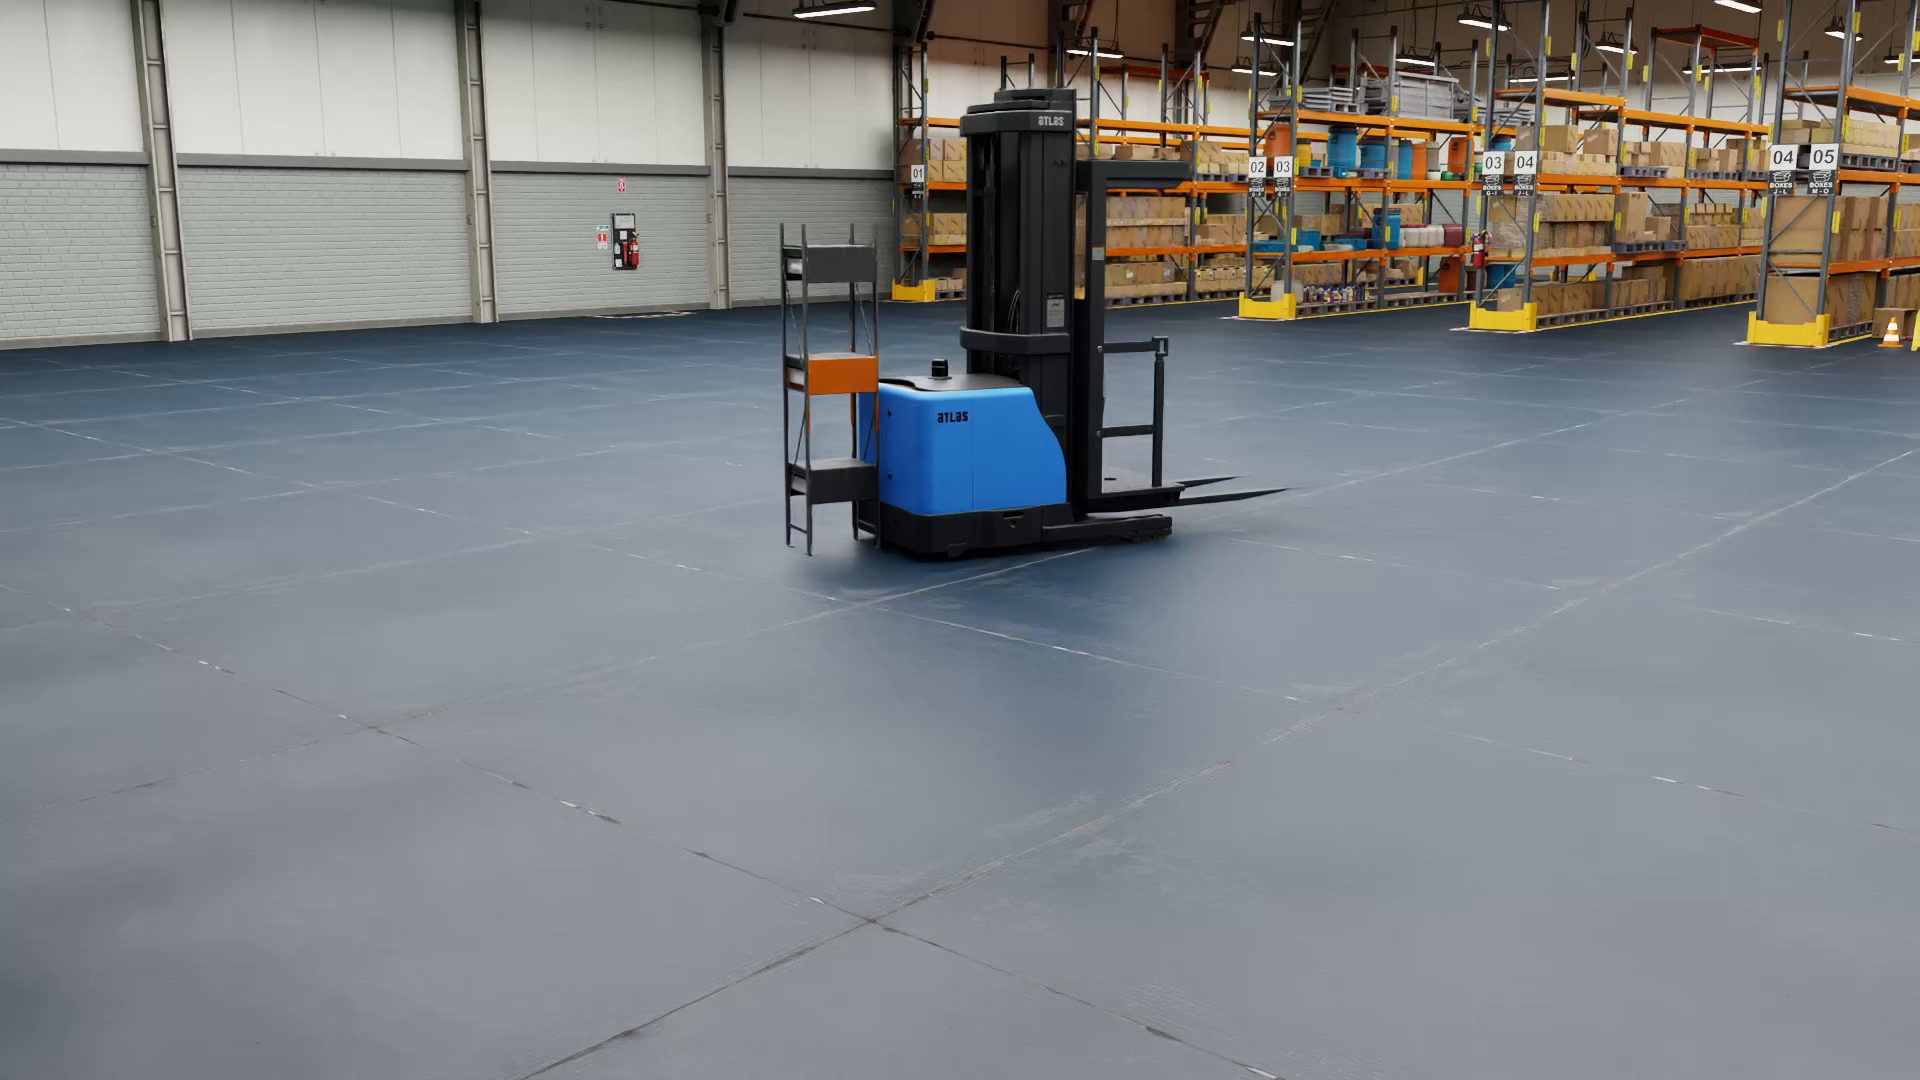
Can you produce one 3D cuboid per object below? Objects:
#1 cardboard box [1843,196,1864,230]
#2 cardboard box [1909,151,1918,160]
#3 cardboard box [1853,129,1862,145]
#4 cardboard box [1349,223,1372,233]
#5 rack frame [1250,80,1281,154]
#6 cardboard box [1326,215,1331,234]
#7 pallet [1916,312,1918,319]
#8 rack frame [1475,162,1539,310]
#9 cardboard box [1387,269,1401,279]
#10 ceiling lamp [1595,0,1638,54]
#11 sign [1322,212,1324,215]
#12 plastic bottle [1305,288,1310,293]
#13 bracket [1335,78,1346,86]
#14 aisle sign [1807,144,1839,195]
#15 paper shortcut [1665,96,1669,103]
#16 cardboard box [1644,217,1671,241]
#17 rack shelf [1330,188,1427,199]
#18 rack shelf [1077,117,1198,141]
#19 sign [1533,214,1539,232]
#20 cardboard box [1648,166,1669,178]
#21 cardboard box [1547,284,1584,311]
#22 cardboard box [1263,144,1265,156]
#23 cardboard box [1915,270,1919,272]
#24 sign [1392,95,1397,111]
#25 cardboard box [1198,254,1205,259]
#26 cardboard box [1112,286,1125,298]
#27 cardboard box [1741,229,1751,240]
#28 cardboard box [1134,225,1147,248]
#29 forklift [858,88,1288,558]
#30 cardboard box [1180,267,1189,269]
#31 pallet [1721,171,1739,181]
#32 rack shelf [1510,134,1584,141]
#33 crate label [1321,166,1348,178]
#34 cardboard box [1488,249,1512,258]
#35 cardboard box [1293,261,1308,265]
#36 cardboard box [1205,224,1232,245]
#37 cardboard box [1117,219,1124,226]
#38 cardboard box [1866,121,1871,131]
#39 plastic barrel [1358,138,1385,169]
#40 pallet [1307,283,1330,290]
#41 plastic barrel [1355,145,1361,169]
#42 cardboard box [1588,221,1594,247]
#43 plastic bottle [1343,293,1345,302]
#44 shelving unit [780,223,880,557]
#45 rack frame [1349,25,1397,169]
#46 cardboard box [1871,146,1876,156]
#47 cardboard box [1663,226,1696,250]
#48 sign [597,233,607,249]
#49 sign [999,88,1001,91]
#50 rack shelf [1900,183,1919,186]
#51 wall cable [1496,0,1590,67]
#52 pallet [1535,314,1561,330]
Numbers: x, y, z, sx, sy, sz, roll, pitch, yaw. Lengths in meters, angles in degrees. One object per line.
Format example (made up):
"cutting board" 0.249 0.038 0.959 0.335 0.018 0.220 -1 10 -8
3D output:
"cardboard box" 14.678 -5.521 28.054 0.875 0.550 0.550 10 15 40
"cardboard box" 17.400 -7.074 30.627 0.380 0.149 0.250 10 15 40
"cardboard box" 14.484 -6.621 27.342 0.500 0.250 0.500 10 15 40
"cardboard box" 11.003 -8.502 45.866 0.500 0.500 0.500 10 15 42
"rack frame" 9.379 -12.584 51.239 1.000 3.000 0.127 10 15 40
"cardboard box" 9.575 -8.518 44.874 0.500 0.500 0.700 -9 15 -39
"pallet" 18.343 -4.414 32.771 1.003 0.211 1.213 10 15 40
"rack frame" 9.980 -5.367 30.422 1.000 3.000 0.127 10 15 40
"cardboard box" 12.279 -7.622 47.609 0.500 0.250 0.500 10 15 40
"ceiling lamp" 15.732 -13.092 38.882 0.800 3.185 2.000 10 15 40
"sign" 10.050 -8.907 45.937 0.100 0.325 0.005 10 15 40
"plastic bottle" 7.421 -5.268 35.758 0.152 0.276 0.135 9 15 39
"bracket" 12.617 -15.222 55.257 0.235 0.232 0.430 10 15 40
"aisle sign" 13.818 -5.936 26.636 0.394 0.787 0.004 10 15 40
"paper shortcut" 15.738 -9.816 37.026 0.009 0.170 0.078 23 -8 37
"cardboard box" 14.641 -6.619 35.364 0.500 0.500 0.700 -9 15 -39
"rack shelf" 11.783 -9.826 46.927 1.077 0.370 4.000 10 15 40
"rack shelf" 3.861 -9.335 37.832 1.077 0.370 4.000 10 15 40
"sign" 10.388 -5.721 29.986 0.100 0.325 0.005 10 15 40
"cardboard box" 14.480 -7.691 34.784 0.500 0.250 0.500 10 15 42
"cardboard box" 11.954 -4.796 32.876 0.500 0.500 0.500 -7 13 -30
"cardboard box" 8.115 -9.899 42.646 0.500 0.500 0.500 10 15 40
"cardboard box" 19.557 -5.305 33.511 0.500 0.250 0.500 9 14 38
"sign" 9.306 -9.362 35.643 0.100 0.325 0.005 10 15 40
"cardboard box" 7.065 -8.453 49.527 0.380 0.149 0.250 10 15 40
"cardboard box" 3.389 -5.630 37.687 0.500 0.250 0.500 10 15 40
"cardboard box" 18.408 -7.240 39.423 0.500 0.250 0.500 9 15 39
"cardboard box" 3.879 -6.992 38.305 0.700 0.500 0.500 10 15 42
"forklift" 0.857 -1.505 11.265 3.031 2.935 1.130 -6 13 -27
"cardboard box" 5.572 -6.543 40.828 0.500 0.311 0.500 10 15 42
"pallet" 17.333 -8.368 38.279 0.805 0.209 1.217 9 14 38
"rack shelf" 15.501 -10.460 43.463 1.077 0.370 4.000 10 15 40
"crate label" 7.743 -7.638 34.514 0.502 0.251 0.408 10 15 40
"cardboard box" 10.013 -5.312 30.790 0.380 0.149 0.250 10 15 40
"cardboard box" 8.969 -7.510 44.500 0.500 0.250 0.500 9 15 39
"cardboard box" 6.379 -7.548 41.086 0.500 0.500 0.500 10 15 40
"cardboard box" 3.468 -7.158 37.477 0.380 0.149 0.250 9 15 39
"cardboard box" 14.938 -6.899 27.714 0.380 0.149 0.250 10 15 40
"plastic barrel" 9.072 -8.415 36.747 0.600 0.901 0.708 10 15 40
"pallet" 9.149 -6.741 44.423 1.003 0.211 1.213 10 15 40
"plastic barrel" 8.468 -8.289 36.039 0.421 0.512 0.421 0 11 0
"cardboard box" 11.920 -6.023 32.692 0.875 0.500 0.500 10 15 40
"plastic bottle" 8.184 -5.187 35.543 0.097 0.201 0.097 0 11 0
"shelving unit" -0.837 -0.980 10.758 0.503 2.100 0.431 -6 13 -27
"rack frame" 8.900 -9.537 35.987 1.000 3.000 0.127 10 15 40
"cardboard box" 15.272 -6.582 28.163 0.380 0.149 0.250 10 15 40
"cardboard box" 15.786 -6.629 36.487 0.500 0.500 0.500 10 15 42
"sign" -7.433 -6.211 34.557 0.001 0.329 0.234 10 15 40
"sign" 1.037 -11.425 42.648 0.100 0.325 0.005 10 15 40
"rack shelf" 20.240 -7.300 34.280 1.077 0.370 4.000 10 15 40
"wall cable" 17.738 -15.804 50.784 3.097 2.526 0.112 10 15 40
"pallet" 10.593 -4.125 31.326 1.003 0.211 1.213 10 15 40
